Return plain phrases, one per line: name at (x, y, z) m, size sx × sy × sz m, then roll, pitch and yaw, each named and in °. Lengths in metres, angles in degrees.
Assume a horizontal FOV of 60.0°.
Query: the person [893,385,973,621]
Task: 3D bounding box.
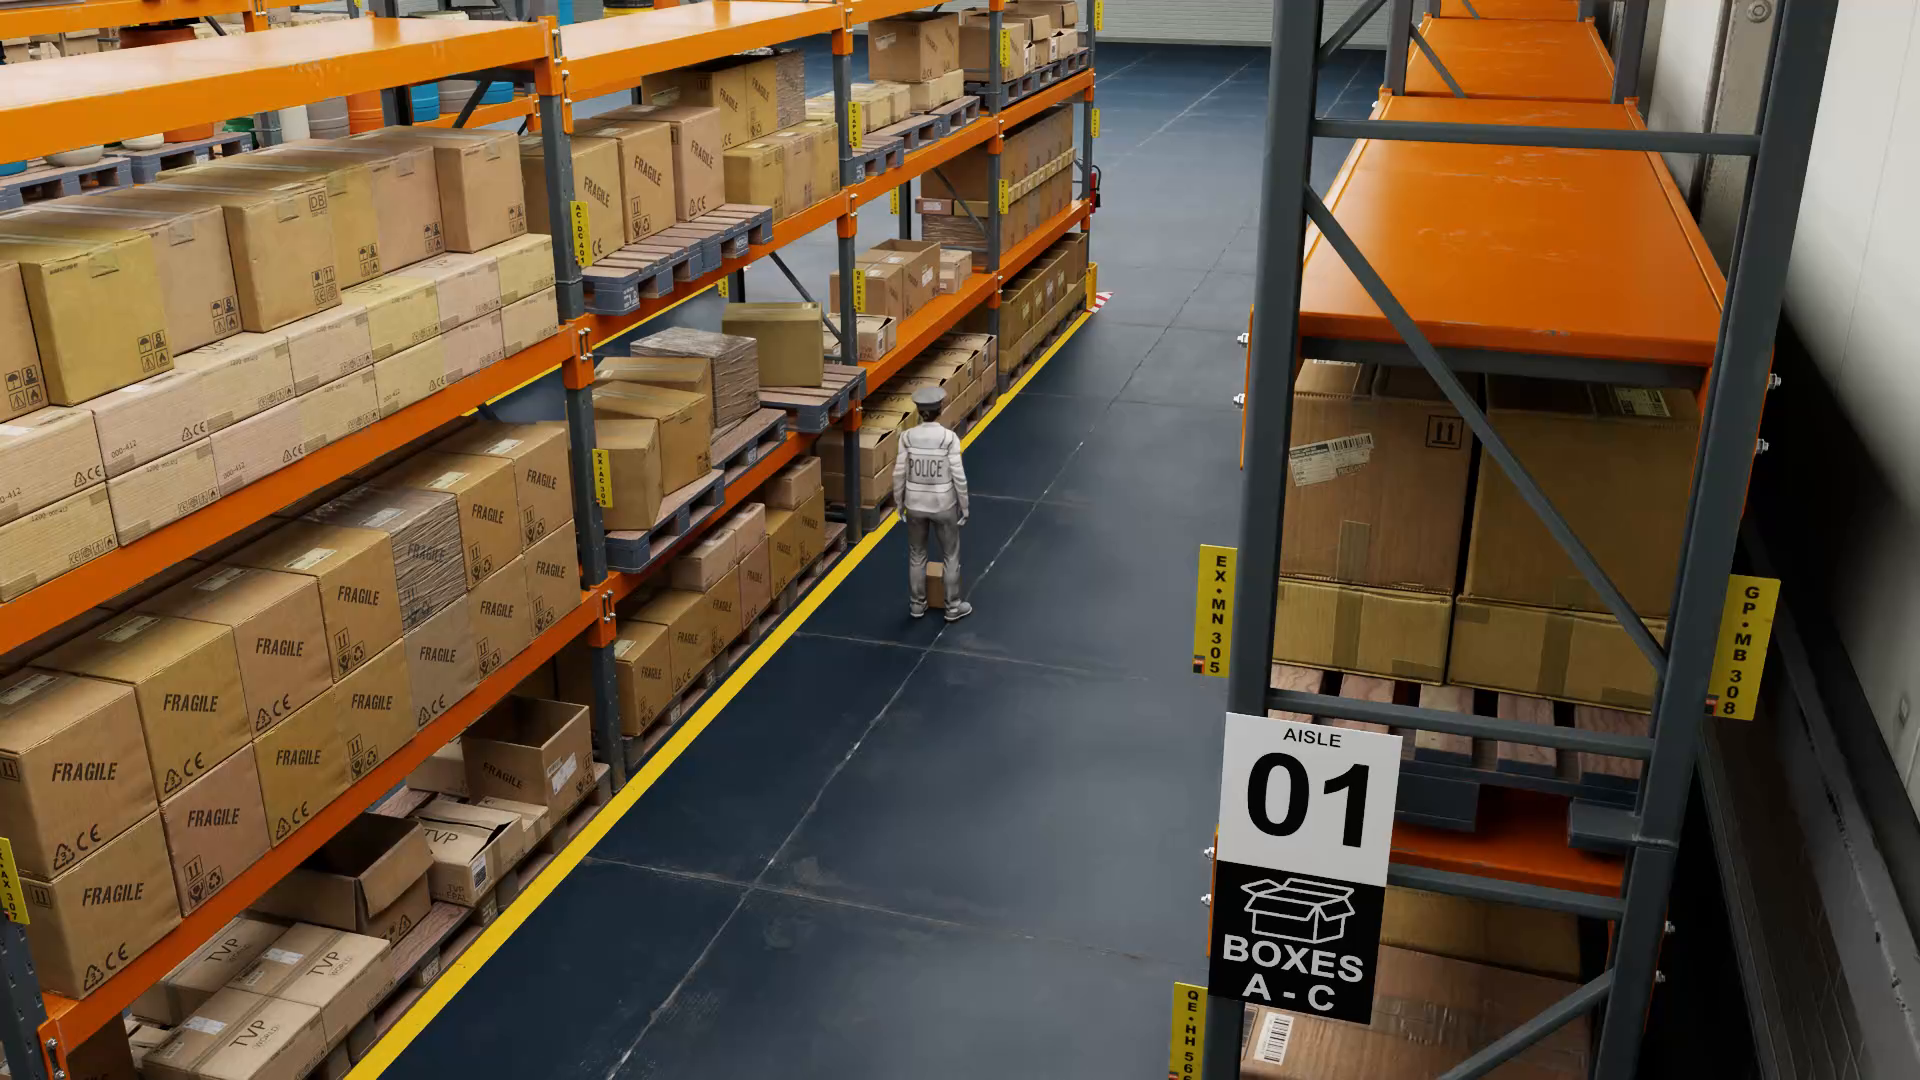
person at (-0.198, -0.237, 11.664) m, size 0.547 × 1.666 × 0.370 m, roll 5°, pitch 23°, yaw 13°
